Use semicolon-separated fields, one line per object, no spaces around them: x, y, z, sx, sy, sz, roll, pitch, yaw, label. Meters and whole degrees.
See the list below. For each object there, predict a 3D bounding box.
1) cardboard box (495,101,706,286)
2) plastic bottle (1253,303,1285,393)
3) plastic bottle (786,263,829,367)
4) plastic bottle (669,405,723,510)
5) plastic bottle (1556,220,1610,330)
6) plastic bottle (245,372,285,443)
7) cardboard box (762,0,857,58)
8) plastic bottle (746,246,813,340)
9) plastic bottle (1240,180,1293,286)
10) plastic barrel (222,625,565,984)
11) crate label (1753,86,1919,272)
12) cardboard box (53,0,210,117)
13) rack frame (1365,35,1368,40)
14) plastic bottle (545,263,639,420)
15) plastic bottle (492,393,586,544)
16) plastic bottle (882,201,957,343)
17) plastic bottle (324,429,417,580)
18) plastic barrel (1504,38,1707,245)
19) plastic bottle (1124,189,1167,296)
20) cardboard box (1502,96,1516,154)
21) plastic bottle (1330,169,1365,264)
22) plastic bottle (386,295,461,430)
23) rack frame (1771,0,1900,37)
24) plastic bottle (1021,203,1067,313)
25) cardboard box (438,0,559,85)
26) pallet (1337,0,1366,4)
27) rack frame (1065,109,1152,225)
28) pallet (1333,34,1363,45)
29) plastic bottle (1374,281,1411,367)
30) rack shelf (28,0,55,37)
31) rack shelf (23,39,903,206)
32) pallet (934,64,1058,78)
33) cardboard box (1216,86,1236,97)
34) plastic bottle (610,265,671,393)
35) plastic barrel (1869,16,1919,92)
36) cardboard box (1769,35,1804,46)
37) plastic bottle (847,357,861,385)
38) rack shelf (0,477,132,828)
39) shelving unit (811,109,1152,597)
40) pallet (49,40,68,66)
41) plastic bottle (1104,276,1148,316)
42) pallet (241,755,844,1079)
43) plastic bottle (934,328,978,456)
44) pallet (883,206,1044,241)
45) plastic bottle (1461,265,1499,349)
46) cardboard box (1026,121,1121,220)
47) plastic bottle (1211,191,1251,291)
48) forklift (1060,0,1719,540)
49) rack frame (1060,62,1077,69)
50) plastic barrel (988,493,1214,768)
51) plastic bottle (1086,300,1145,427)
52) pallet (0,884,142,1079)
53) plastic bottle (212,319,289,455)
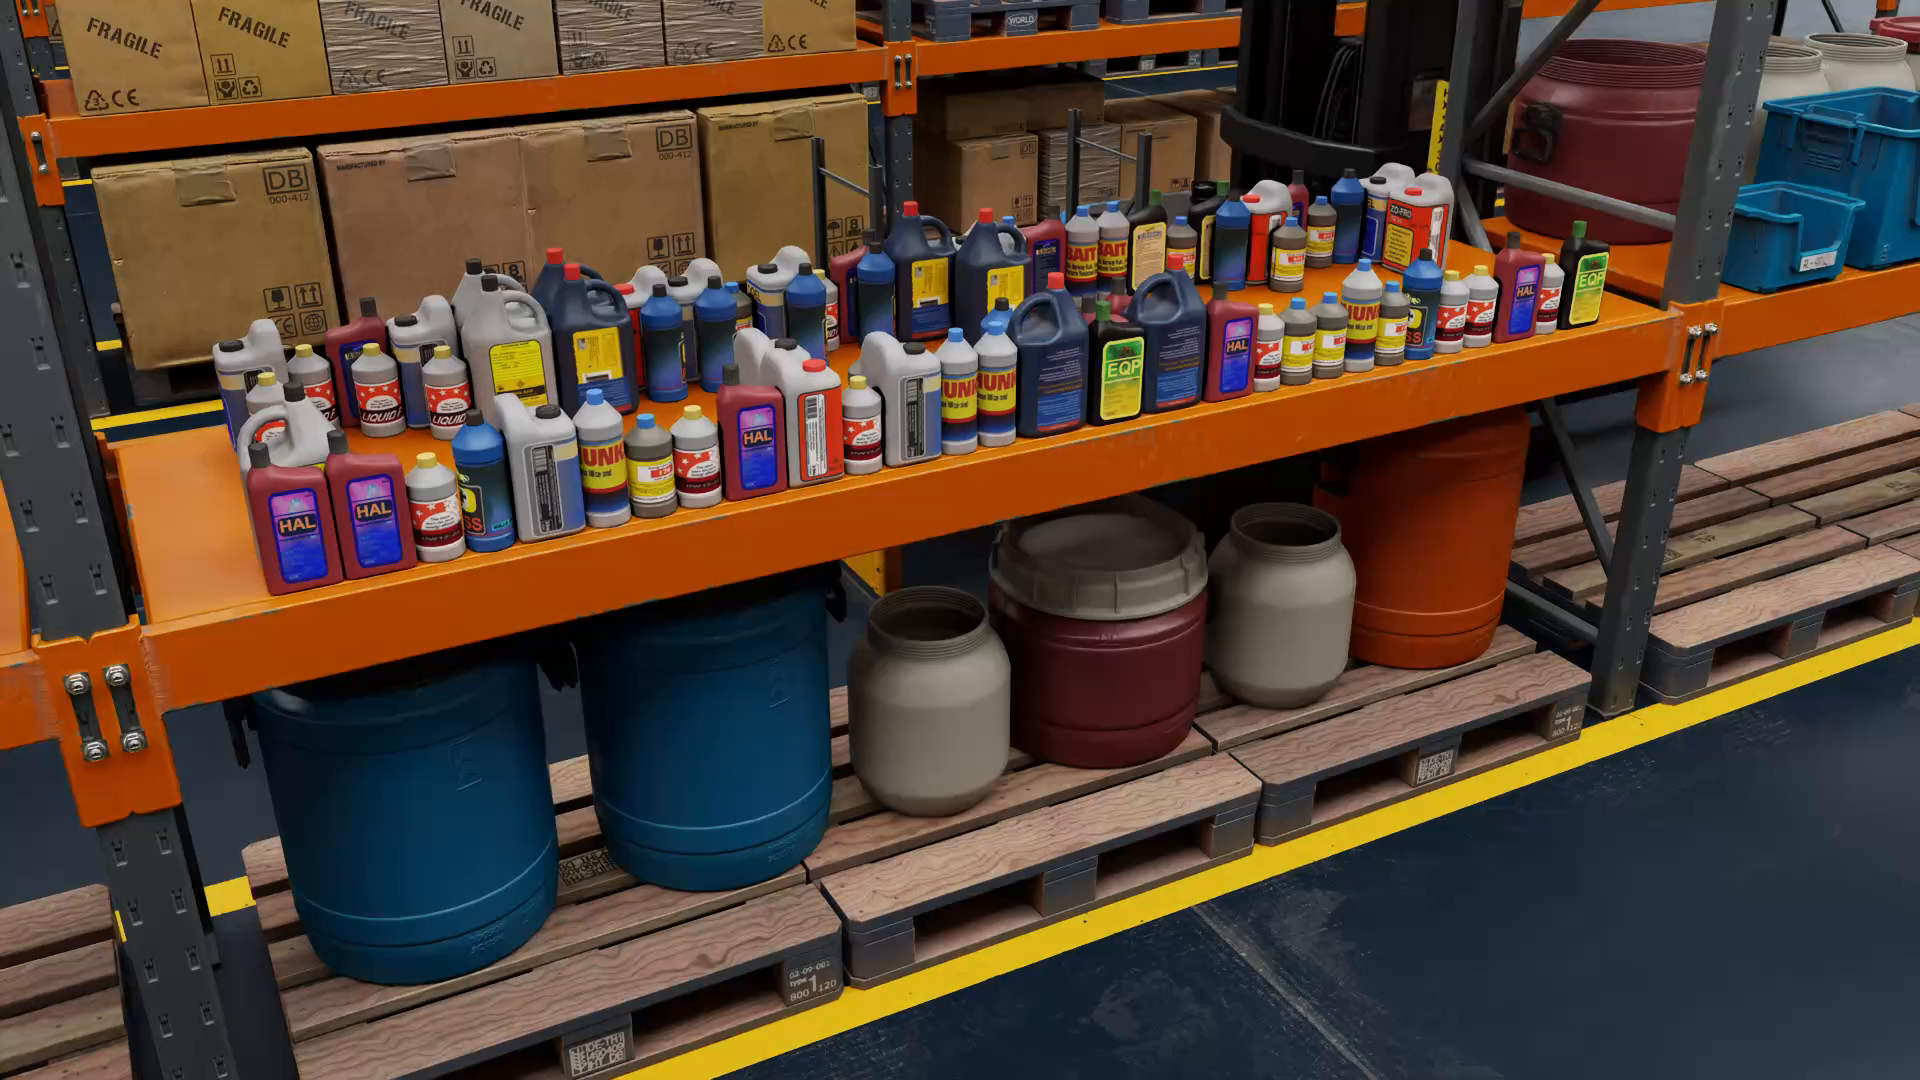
-1.944;-1.813;8.531;0.875;0.875;1.225;-13;29;-25;cardboard box
0.724;-0.464;3.981;0.097;0.201;0.097;0;26;0;plastic bottle
-0.372;-0.541;4.059;0.097;0.271;0.097;0;26;0;plastic bottle
-0.536;-0.173;3.375;0.097;0.201;0.097;0;26;0;plastic bottle
1.639;-0.704;4.385;0.133;0.283;0.061;-13;29;-25;plastic bottle
-1.463;-0.257;3.550;0.097;0.201;0.097;0;26;0;plastic bottle
-0.854;-2.743;8.382;0.500;0.500;0.500;-12;28;-24;cardboard box
-0.448;-0.586;4.149;0.135;0.276;0.152;-13;29;-25;plastic bottle
0.853;-0.887;4.775;0.135;0.276;0.152;-13;29;-25;plastic bottle
-1.246;0.465;3.754;0.708;0.901;0.600;-13;29;-25;plastic barrel
2.799;-1.117;5.069;0.616;0.435;0.502;-13;29;-25;crate label
-3.541;-2.122;7.088;0.500;0.500;0.500;-13;29;-25;cardboard box
2.994;-3.708;10.507;0.127;3.000;1.000;-13;29;-25;rack frame
-0.846;-0.459;3.798;0.185;0.351;0.144;-13;29;-25;plastic bottle
-0.823;-0.154;3.249;0.135;0.276;0.152;-13;29;-25;plastic bottle
-0.105;-0.701;4.302;0.185;0.351;0.144;-13;29;-25;plastic bottle
-1.092;-0.073;3.072;0.133;0.283;0.061;-13;29;-25;plastic bottle
2.062;-1.273;5.279;0.708;0.536;0.600;-13;29;-25;plastic barrel
0.510;-0.833;4.655;0.133;0.283;0.061;-13;29;-25;plastic bottle
3.366;-2.836;11.095;0.500;0.500;0.500;-14;29;-27;cardboard box
1.146;-0.966;4.944;0.097;0.271;0.097;0;26;0;plastic bottle
-1.216;-0.409;3.780;0.135;0.276;0.152;-13;29;-25;plastic bottle
6.524;-4.522;12.204;0.127;3.000;1.000;-13;29;-25;rack frame
0.221;-0.766;4.515;0.133;0.283;0.061;-13;29;-25;plastic bottle
-2.203;-2.433;7.737;0.500;0.500;0.500;-12;28;-24;cardboard box
2.252;-3.521;10.340;1.213;0.211;1.003;-13;29;-25;pallet
0.524;-0.797;6.177;0.032;1.500;0.500;-13;29;-25;rack frame
3.610;-4.988;16.394;1.213;0.211;1.003;-13;29;-25;pallet
1.068;-0.544;4.146;0.097;0.201;0.097;0;26;0;plastic bottle
-4.545;-4.076;12.106;4.000;0.370;1.077;-13;29;-25;rack shelf
-2.300;-2.162;8.118;4.000;0.370;1.077;-13;29;-25;rack shelf
0.104;-4.180;14.712;1.213;0.211;1.003;-13;29;-25;pallet
2.013;-2.573;10.522;0.500;0.500;0.700;-13;29;-25;cardboard box
-0.771;-0.512;3.994;0.135;0.276;0.152;-13;29;-25;plastic bottle
3.348;-1.529;5.812;0.433;0.535;0.433;0;26;0;plastic barrel
5.965;-3.464;12.402;0.500;0.500;0.500;-8;27;-16;cardboard box
-0.200;-0.326;3.692;0.097;0.201;0.097;0;26;0;plastic bottle
-3.499;0.545;2.481;4.000;0.370;1.077;-13;29;-25;rack shelf
0.067;-0.692;5.958;1.083;1.500;0.587;-13;29;-25;shelving unit
-8.082;-4.792;15.987;1.213;0.211;1.003;-13;29;-25;pallet
0.400;-0.488;3.936;0.133;0.283;0.061;-13;29;-25;plastic bottle
-1.033;0.929;4.071;1.213;0.211;1.003;-13;29;-25;pallet
-0.009;-0.327;3.613;0.097;0.271;0.097;0;26;0;plastic bottle
0.155;-1.795;9.744;1.213;0.211;1.003;-13;29;-25;pallet
1.325;-0.603;4.270;0.097;0.201;0.097;0;26;0;plastic bottle
0.530;-2.227;9.802;0.500;0.500;0.700;-16;30;-29;cardboard box
0.767;-0.848;4.700;0.097;0.271;0.097;0;26;0;plastic bottle
1.900;-1.755;6.518;3.031;2.935;1.130;-13;28;-25;forklift
0.750;-5.623;14.495;0.127;3.000;1.000;-13;29;-25;rack frame
0.375;0.232;4.601;0.708;0.588;0.600;-13;29;-25;plastic barrel
0.350;-0.406;3.765;0.133;0.283;0.061;-13;29;-25;plastic bottle
-2.364;1.235;3.434;1.213;0.211;1.003;-13;29;-25;pallet
-1.538;-0.335;3.625;0.135;0.276;0.152;-13;29;-25;plastic bottle
